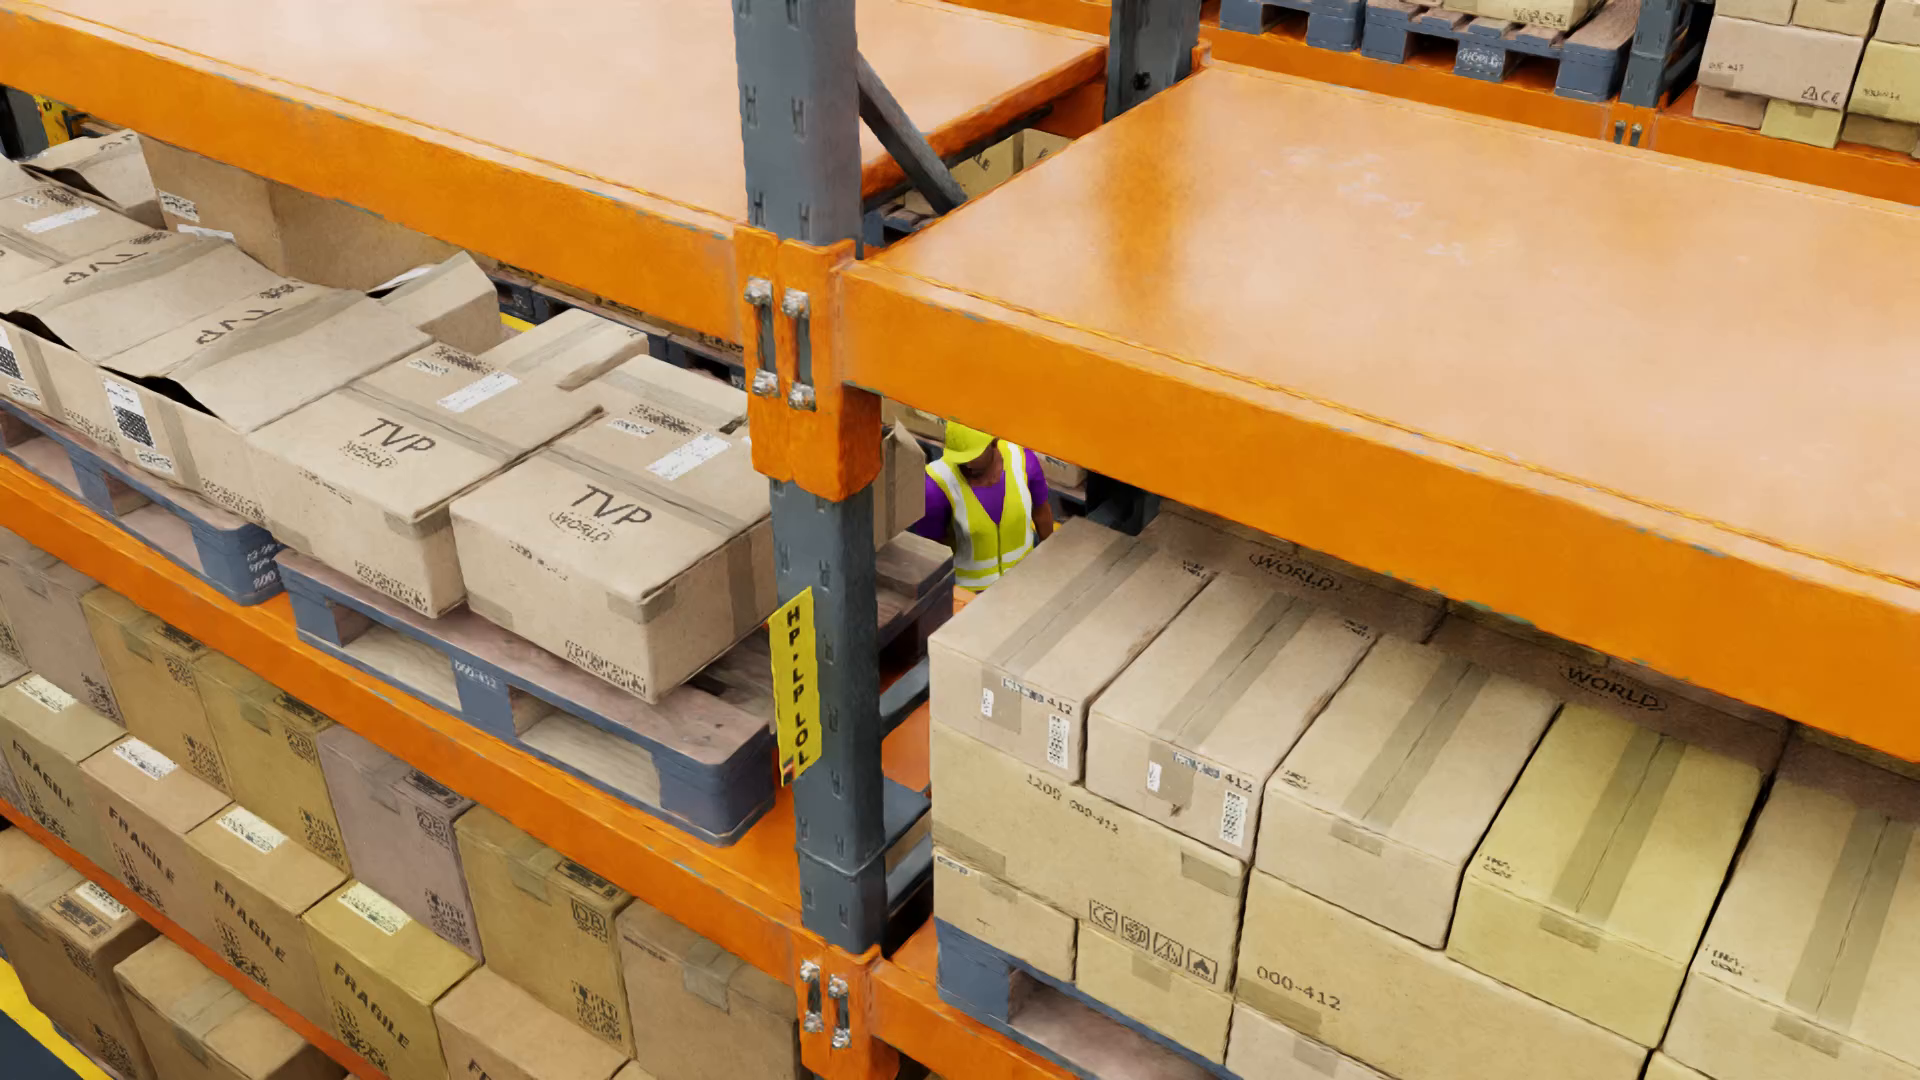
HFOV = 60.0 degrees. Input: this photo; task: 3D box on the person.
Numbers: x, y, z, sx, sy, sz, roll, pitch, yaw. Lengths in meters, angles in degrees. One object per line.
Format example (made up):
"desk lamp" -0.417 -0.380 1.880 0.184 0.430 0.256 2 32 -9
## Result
"person" 0.110 0.127 7.121 0.613 1.752 0.513 -14 37 -19
